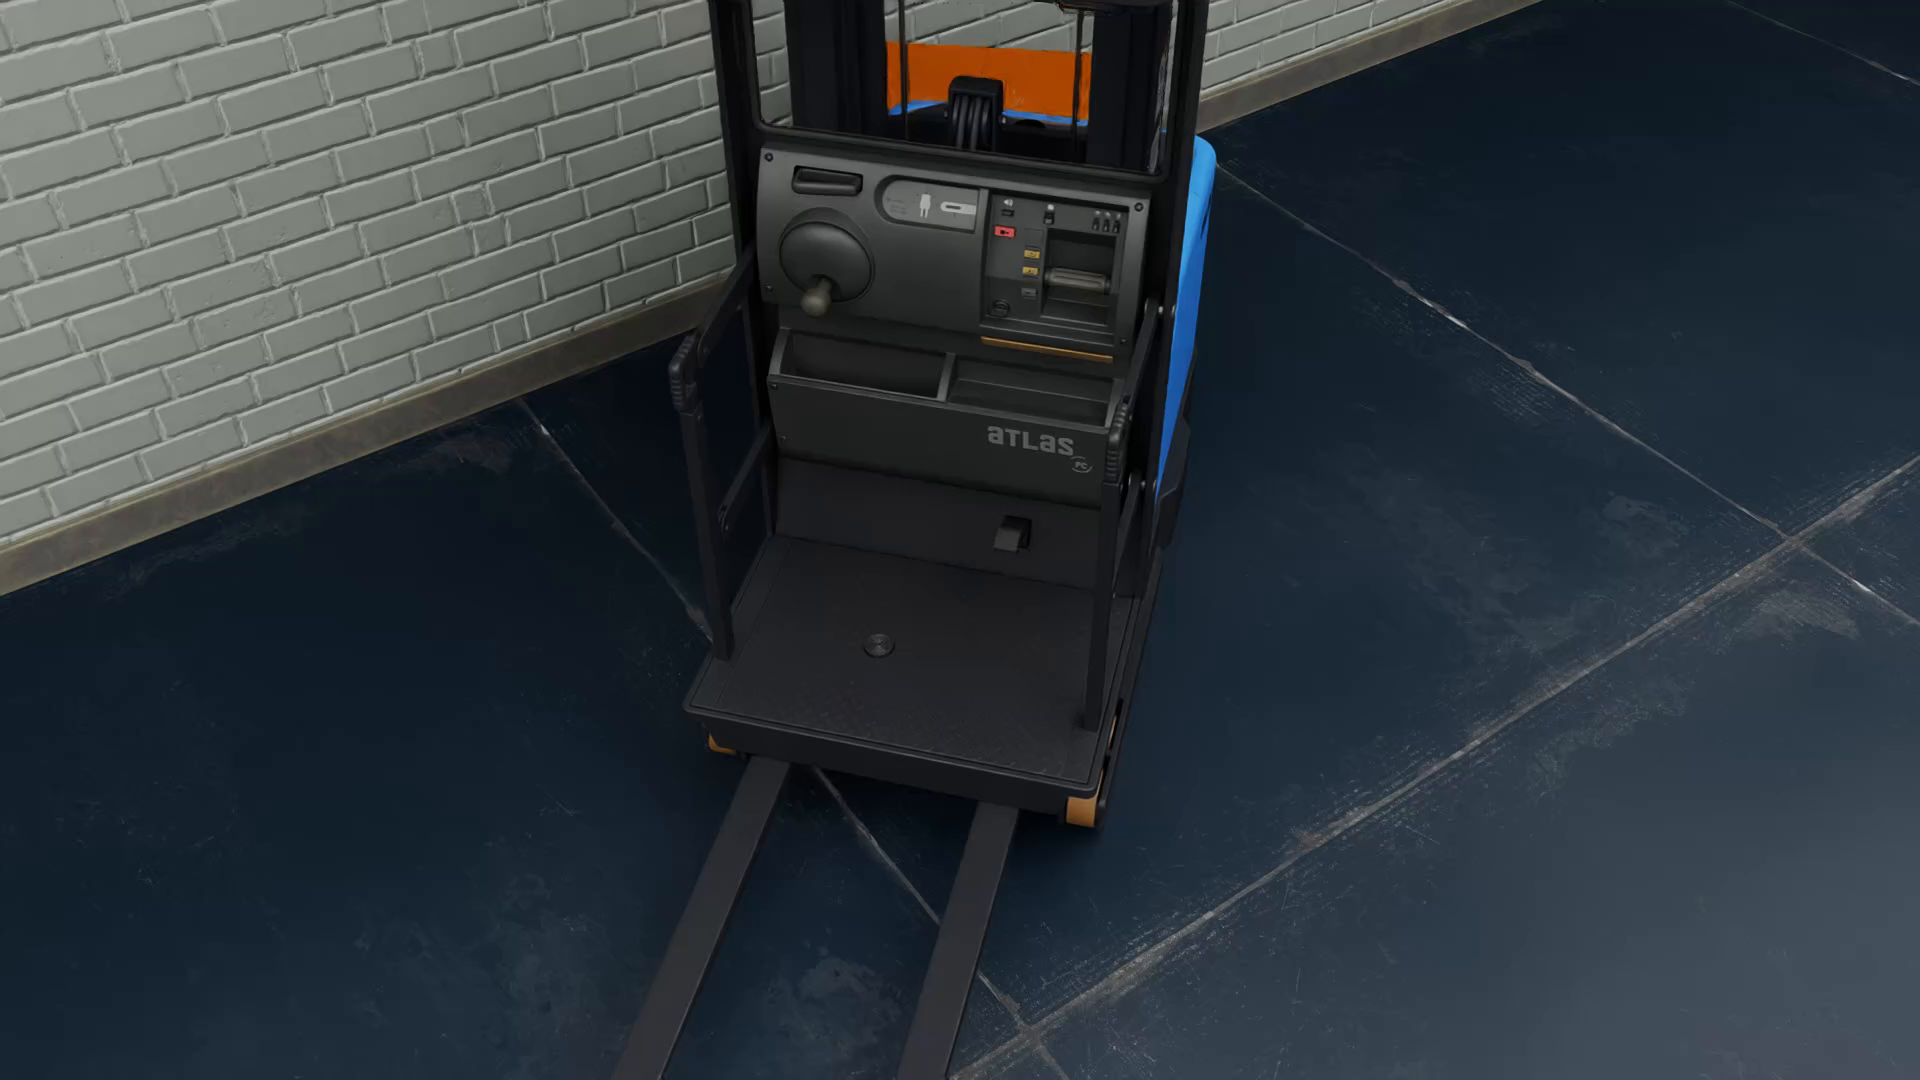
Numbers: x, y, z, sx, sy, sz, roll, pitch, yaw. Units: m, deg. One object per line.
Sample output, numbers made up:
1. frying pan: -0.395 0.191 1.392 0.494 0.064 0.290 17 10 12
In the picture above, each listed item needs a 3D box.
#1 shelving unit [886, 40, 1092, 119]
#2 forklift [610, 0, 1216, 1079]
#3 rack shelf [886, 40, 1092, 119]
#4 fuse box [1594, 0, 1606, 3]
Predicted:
1. shelving unit: 0.064 -1.185 5.673 1.048 1.125 0.538 5 43 5
2. forklift: -0.078 -0.593 3.749 1.130 2.935 3.031 10 45 10
3. rack shelf: 0.064 -1.399 5.473 1.000 0.278 0.538 5 43 5
4. fuse box: 3.099 -3.199 7.361 0.539 1.711 0.414 -26 49 -24
